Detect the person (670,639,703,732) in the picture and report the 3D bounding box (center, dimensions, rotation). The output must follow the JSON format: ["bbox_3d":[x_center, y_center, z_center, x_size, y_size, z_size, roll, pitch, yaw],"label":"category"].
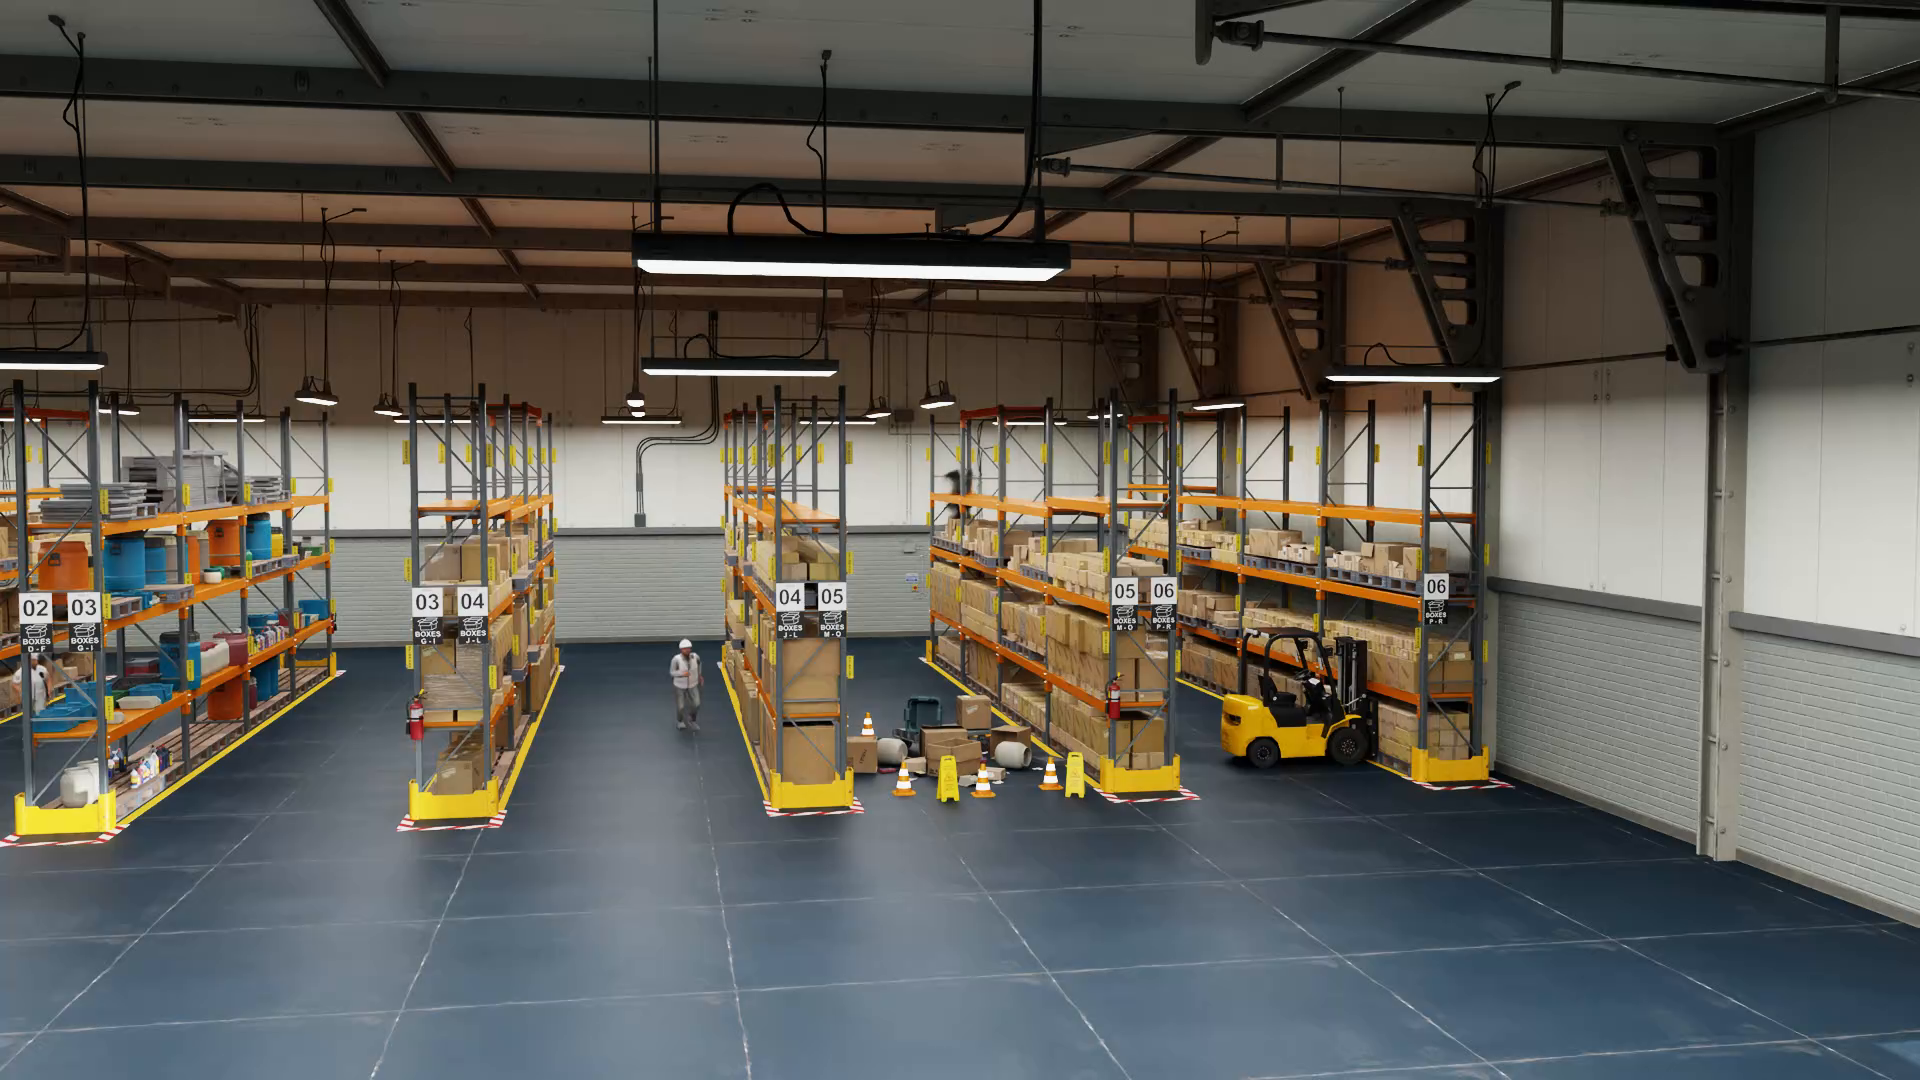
[{"bbox_3d":[-4.948,2.616,30.110,0.649,1.671,0.940,-1,3,-21],"label":"person"}]

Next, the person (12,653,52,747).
[{"bbox_3d":[-16.067,2.720,28.797,0.607,1.568,0.741,-2,3,-33],"label":"person"}]
